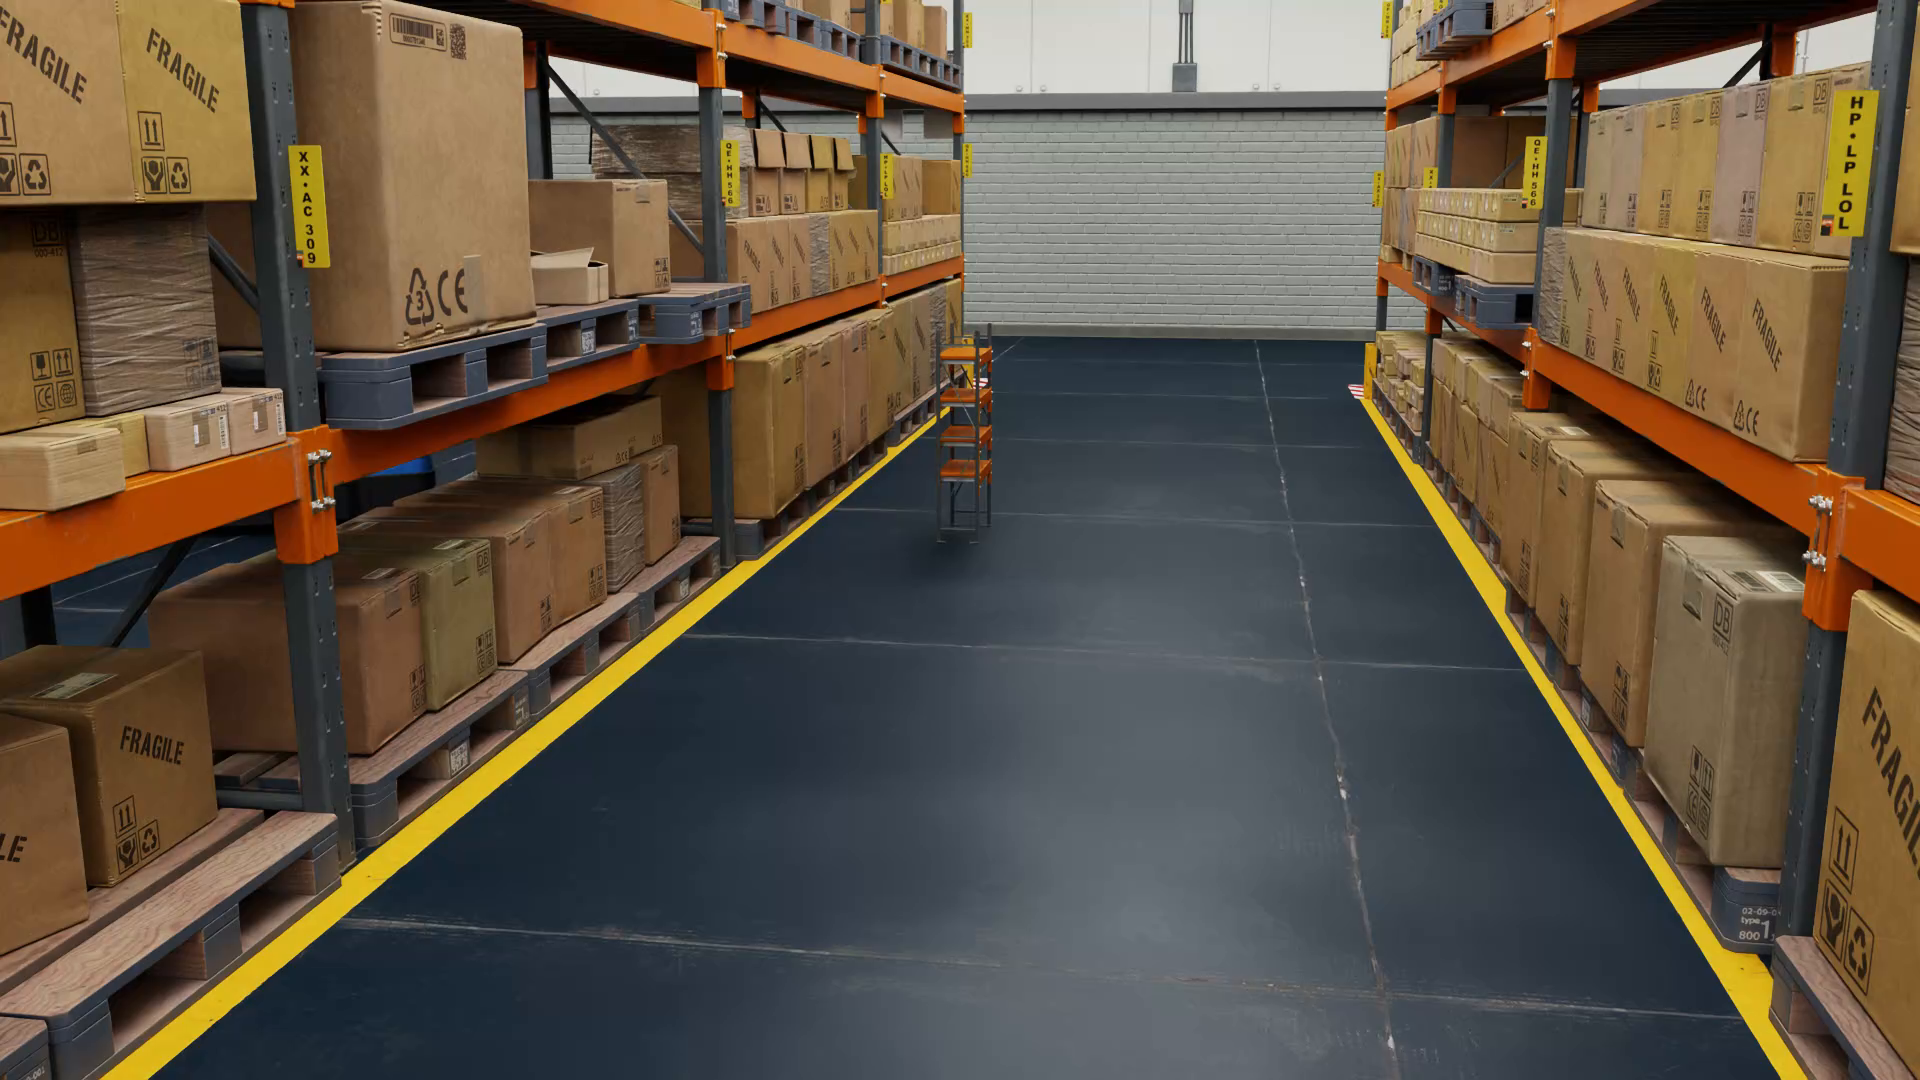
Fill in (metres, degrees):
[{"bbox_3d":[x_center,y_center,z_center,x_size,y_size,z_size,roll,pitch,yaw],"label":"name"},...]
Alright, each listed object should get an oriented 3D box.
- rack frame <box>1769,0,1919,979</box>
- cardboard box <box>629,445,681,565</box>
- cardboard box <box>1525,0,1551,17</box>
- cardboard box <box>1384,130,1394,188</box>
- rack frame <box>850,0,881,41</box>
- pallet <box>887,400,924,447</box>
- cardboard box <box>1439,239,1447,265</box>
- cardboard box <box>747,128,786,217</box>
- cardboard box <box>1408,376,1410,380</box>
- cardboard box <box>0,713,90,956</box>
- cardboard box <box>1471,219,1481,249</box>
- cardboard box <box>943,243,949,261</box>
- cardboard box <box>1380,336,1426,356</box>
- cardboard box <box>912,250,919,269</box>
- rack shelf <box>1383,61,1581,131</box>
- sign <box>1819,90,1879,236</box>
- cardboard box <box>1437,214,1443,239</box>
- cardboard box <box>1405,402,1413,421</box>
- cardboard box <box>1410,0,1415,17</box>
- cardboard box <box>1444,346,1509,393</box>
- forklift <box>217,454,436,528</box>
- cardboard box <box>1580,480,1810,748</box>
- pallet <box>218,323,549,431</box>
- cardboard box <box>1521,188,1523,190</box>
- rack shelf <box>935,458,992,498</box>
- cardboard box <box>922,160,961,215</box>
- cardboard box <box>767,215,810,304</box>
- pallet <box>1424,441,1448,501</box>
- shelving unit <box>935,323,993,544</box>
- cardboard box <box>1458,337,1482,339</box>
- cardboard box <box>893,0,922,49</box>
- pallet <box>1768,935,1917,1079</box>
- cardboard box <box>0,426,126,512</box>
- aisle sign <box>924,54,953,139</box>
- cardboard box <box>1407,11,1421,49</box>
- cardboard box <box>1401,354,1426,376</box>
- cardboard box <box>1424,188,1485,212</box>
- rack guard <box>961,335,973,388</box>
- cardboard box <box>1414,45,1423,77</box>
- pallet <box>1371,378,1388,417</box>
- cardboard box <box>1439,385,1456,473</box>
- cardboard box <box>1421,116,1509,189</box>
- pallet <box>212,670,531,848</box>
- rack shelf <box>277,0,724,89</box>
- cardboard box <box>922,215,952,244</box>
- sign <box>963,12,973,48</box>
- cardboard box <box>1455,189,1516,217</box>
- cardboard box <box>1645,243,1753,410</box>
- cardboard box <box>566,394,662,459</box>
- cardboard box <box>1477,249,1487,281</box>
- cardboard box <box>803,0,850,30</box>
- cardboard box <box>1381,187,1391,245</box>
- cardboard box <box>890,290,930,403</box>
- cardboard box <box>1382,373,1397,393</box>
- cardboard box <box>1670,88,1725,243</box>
[{"bbox_3d":[2.575,-0.317,3.845,1.000,3.000,0.127,2,12,9],"label":"rack frame"},{"bbox_3d":[-1.779,-0.184,8.119,0.700,0.500,0.500,1,12,6],"label":"cardboard box"},{"bbox_3d":[3.027,-2.792,7.972,0.500,0.500,0.500,2,12,9],"label":"cardboard box"},{"bbox_3d":[4.089,-3.413,14.895,0.500,0.500,0.500,2,12,8],"label":"cardboard box"},{"bbox_3d":[-1.080,-5.097,11.783,1.000,3.000,0.127,2,12,9],"label":"rack frame"},{"bbox_3d":[-0.886,-0.957,13.432,1.003,0.211,1.213,2,12,9],"label":"pallet"},{"bbox_3d":[3.095,-1.726,9.981,0.380,0.149,0.250,2,12,8],"label":"cardboard box"},{"bbox_3d":[-1.464,-2.158,9.768,0.797,0.503,0.637,2,12,10],"label":"cardboard box"},{"bbox_3d":[3.748,-1.231,13.150,0.380,0.149,0.250,2,12,10],"label":"cardboard box"},{"bbox_3d":[-2.492,0.719,3.972,0.500,0.500,0.500,6,14,27],"label":"cardboard box"},{"bbox_3d":[2.893,-1.606,8.718,0.380,0.149,0.250,2,12,10],"label":"cardboard box"},{"bbox_3d":[-0.312,-2.631,15.176,0.380,0.149,0.250,2,12,10],"label":"cardboard box"},{"bbox_3d":[3.915,-1.710,14.666,0.380,0.149,0.250,2,12,8],"label":"cardboard box"},{"bbox_3d":[-0.548,-2.310,13.687,0.380,0.149,0.250,2,12,8],"label":"cardboard box"},{"bbox_3d":[4.113,-3.513,13.264,1.077,0.370,4.000,2,12,9],"label":"rack shelf"},{"bbox_3d":[2.037,-0.860,3.803,0.100,0.325,0.005,2,12,9],"label":"sign"},{"bbox_3d":[3.134,-1.925,10.200,0.380,0.149,0.250,2,12,11],"label":"cardboard box"},{"bbox_3d":[3.628,-0.995,12.762,0.380,0.149,0.250,1,12,7],"label":"cardboard box"},{"bbox_3d":[3.867,-4.321,13.528,0.380,0.149,0.250,2,12,10],"label":"cardboard box"},{"bbox_3d":[3.351,-1.076,10.523,0.500,0.250,0.500,2,12,10],"label":"cardboard box"},{"bbox_3d":[-4.717,-1.521,9.593,3.031,2.935,1.130,-5,13,-20],"label":"forklift"},{"bbox_3d":[2.734,0.245,5.582,1.050,0.750,0.750,2,12,9],"label":"cardboard box"},{"bbox_3d":[-2.049,-0.559,5.425,1.003,0.211,1.213,2,12,9],"label":"pallet"},{"bbox_3d":[3.936,-2.266,11.075,0.380,0.149,0.250,2,12,11],"label":"cardboard box"},{"bbox_3d":[0.025,-0.361,9.583,0.258,0.148,0.480,2,12,9],"label":"rack shelf"},{"bbox_3d":[-0.280,-3.326,15.674,0.500,0.500,0.500,2,12,9],"label":"cardboard box"},{"bbox_3d":[-1.199,-1.687,9.964,0.500,0.500,0.500,2,12,8],"label":"cardboard box"},{"bbox_3d":[3.687,-0.457,11.114,1.003,0.211,1.213,2,12,9],"label":"pallet"},{"bbox_3d":[0.025,-0.621,9.527,0.258,1.200,0.503,2,12,9],"label":"shelving unit"},{"bbox_3d":[4.580,-1.691,14.576,0.380,0.149,0.250,2,12,7],"label":"cardboard box"},{"bbox_3d":[-0.711,-4.314,13.801,0.700,0.500,0.500,2,12,11],"label":"cardboard box"},{"bbox_3d":[2.381,1.202,3.416,1.003,0.211,1.213,2,12,9],"label":"pallet"},{"bbox_3d":[-2.127,-0.164,3.732,0.380,0.149,0.250,2,12,9],"label":"cardboard box"},{"bbox_3d":[-0.158,-4.273,16.030,0.394,0.787,0.004,2,12,9],"label":"aisle sign"},{"bbox_3d":[3.851,-4.051,13.219,0.500,0.250,0.500,1,12,7],"label":"cardboard box"},{"bbox_3d":[3.701,-1.385,13.157,0.380,0.149,0.250,1,12,6],"label":"cardboard box"},{"bbox_3d":[3.253,-2.230,10.910,0.380,0.149,0.250,2,12,10],"label":"cardboard box"},{"bbox_3d":[-0.461,-1.780,16.566,1.175,0.500,0.348,2,12,9],"label":"rack guard"},{"bbox_3d":[3.780,-3.696,12.758,0.500,0.250,0.500,2,12,8],"label":"cardboard box"},{"bbox_3d":[4.249,-1.268,14.877,1.003,0.211,1.213,2,12,9],"label":"pallet"},{"bbox_3d":[3.350,-0.710,10.606,0.500,0.500,0.500,2,12,11],"label":"cardboard box"},{"bbox_3d":[3.610,-2.772,11.920,0.500,0.500,0.500,1,12,7],"label":"cardboard box"},{"bbox_3d":[-2.192,0.702,5.734,1.003,0.211,1.213,2,12,9],"label":"pallet"},{"bbox_3d":[-2.003,-2.030,6.380,1.077,0.370,4.000,2,12,9],"label":"rack shelf"},{"bbox_3d":[-0.356,-2.854,15.266,0.500,0.250,0.500,2,12,8],"label":"cardboard box"},{"bbox_3d":[0.069,-4.837,15.783,0.100,0.325,0.005,2,12,9],"label":"sign"},{"bbox_3d":[3.013,-1.909,9.419,0.380,0.149,0.250,2,12,11],"label":"cardboard box"},{"bbox_3d":[2.546,-0.694,5.355,0.500,0.500,0.500,2,12,9],"label":"cardboard box"},{"bbox_3d":[-1.769,-0.551,8.038,0.500,0.250,0.500,2,12,11],"label":"cardboard box"},{"bbox_3d":[2.852,-1.401,8.476,0.380,0.149,0.250,2,12,8],"label":"cardboard box"},{"bbox_3d":[-1.160,-3.764,11.483,0.700,0.500,0.500,2,12,10],"label":"cardboard box"},{"bbox_3d":[4.078,-2.925,15.002,0.500,0.500,0.500,2,12,11],"label":"cardboard box"},{"bbox_3d":[-0.761,-1.653,14.090,0.875,0.875,0.875,2,12,9],"label":"cardboard box"},{"bbox_3d":[3.885,-1.369,14.497,0.380,0.149,0.250,2,12,9],"label":"cardboard box"},{"bbox_3d":[2.880,-1.276,5.682,0.700,0.500,0.500,2,12,8],"label":"cardboard box"}]
